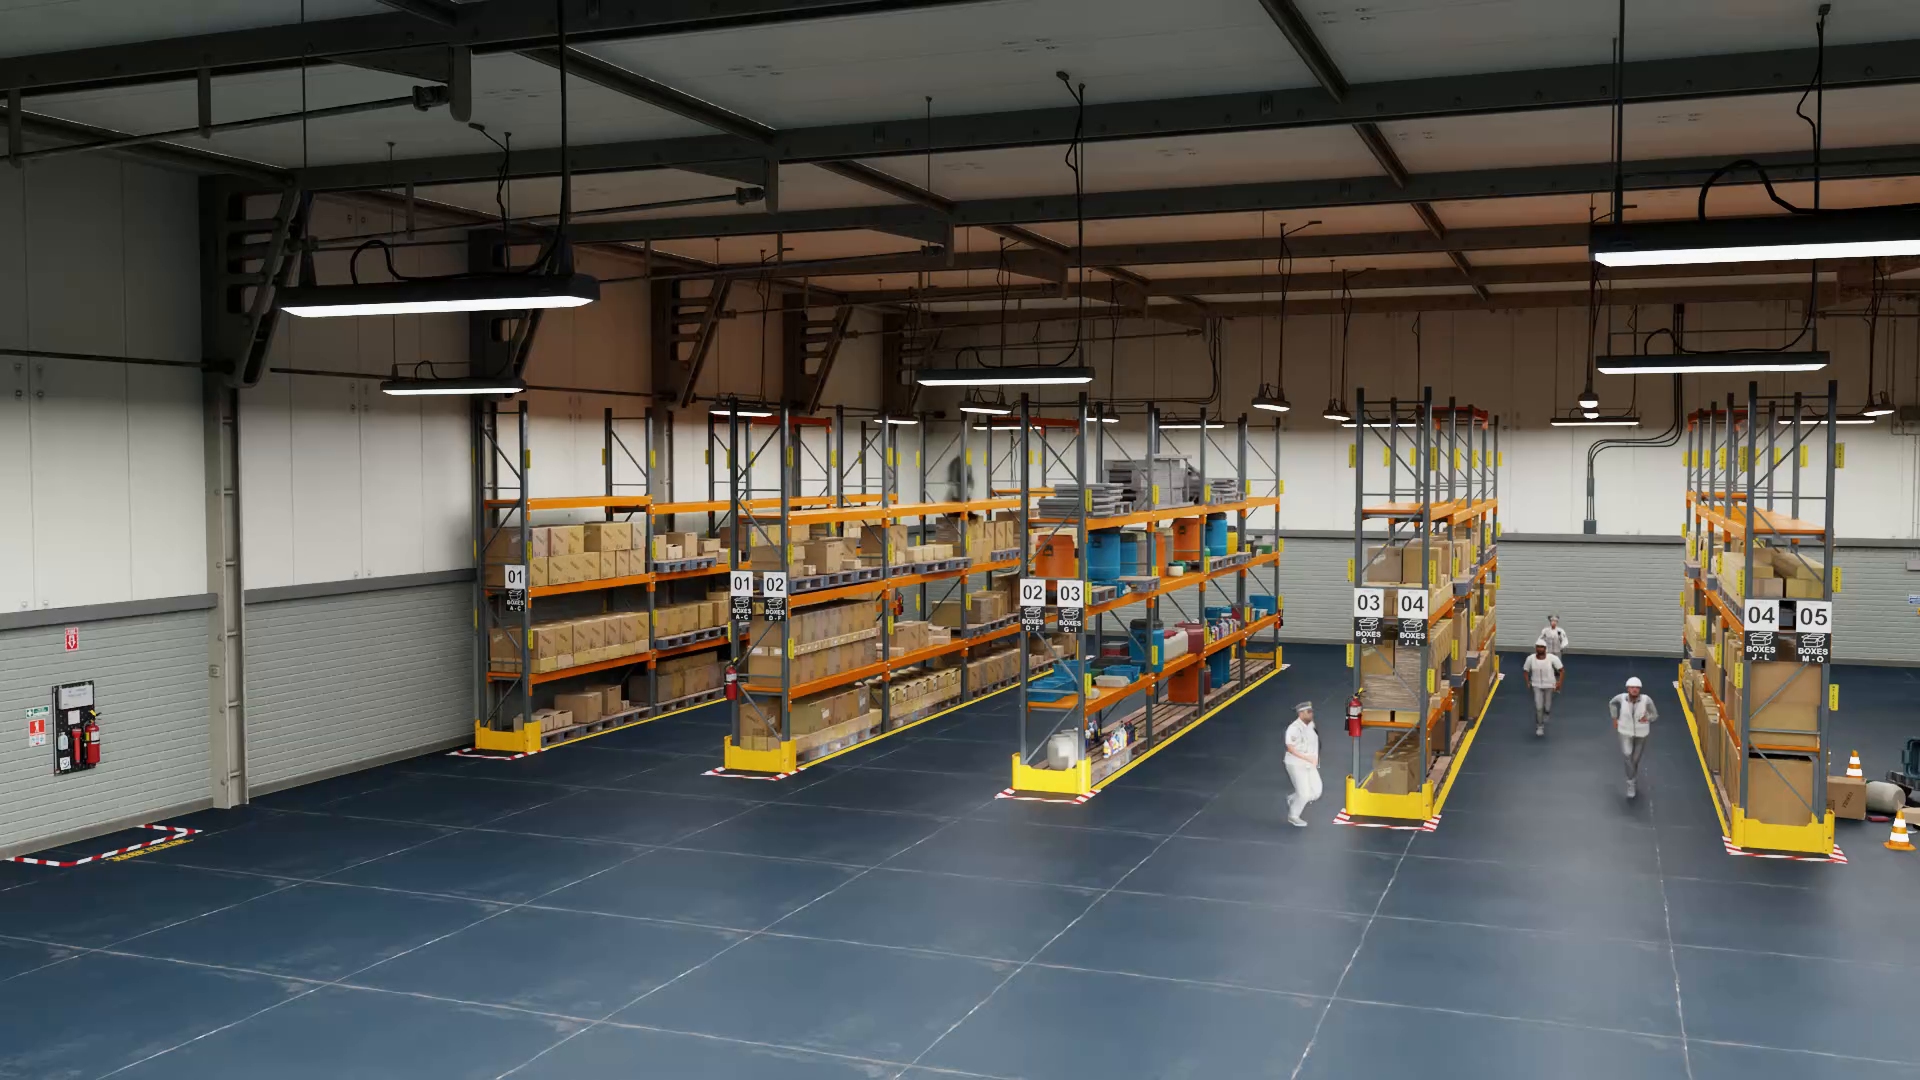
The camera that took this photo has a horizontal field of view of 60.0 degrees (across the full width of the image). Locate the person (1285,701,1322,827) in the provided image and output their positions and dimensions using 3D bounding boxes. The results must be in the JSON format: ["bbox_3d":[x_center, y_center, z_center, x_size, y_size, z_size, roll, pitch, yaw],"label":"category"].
[{"bbox_3d":[4.701,3.046,22.710,0.690,1.709,0.633,-3,4,-44],"label":"person"}]

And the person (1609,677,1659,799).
[{"bbox_3d":[10.101,2.922,24.964,0.658,1.784,1.022,1,3,14],"label":"person"}]

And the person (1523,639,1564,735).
[{"bbox_3d":[10.635,2.673,30.330,0.717,1.739,0.652,1,3,25],"label":"person"}]

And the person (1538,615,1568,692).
[{"bbox_3d":[12.792,2.425,35.874,0.613,1.658,0.659,1,3,16],"label":"person"}]
